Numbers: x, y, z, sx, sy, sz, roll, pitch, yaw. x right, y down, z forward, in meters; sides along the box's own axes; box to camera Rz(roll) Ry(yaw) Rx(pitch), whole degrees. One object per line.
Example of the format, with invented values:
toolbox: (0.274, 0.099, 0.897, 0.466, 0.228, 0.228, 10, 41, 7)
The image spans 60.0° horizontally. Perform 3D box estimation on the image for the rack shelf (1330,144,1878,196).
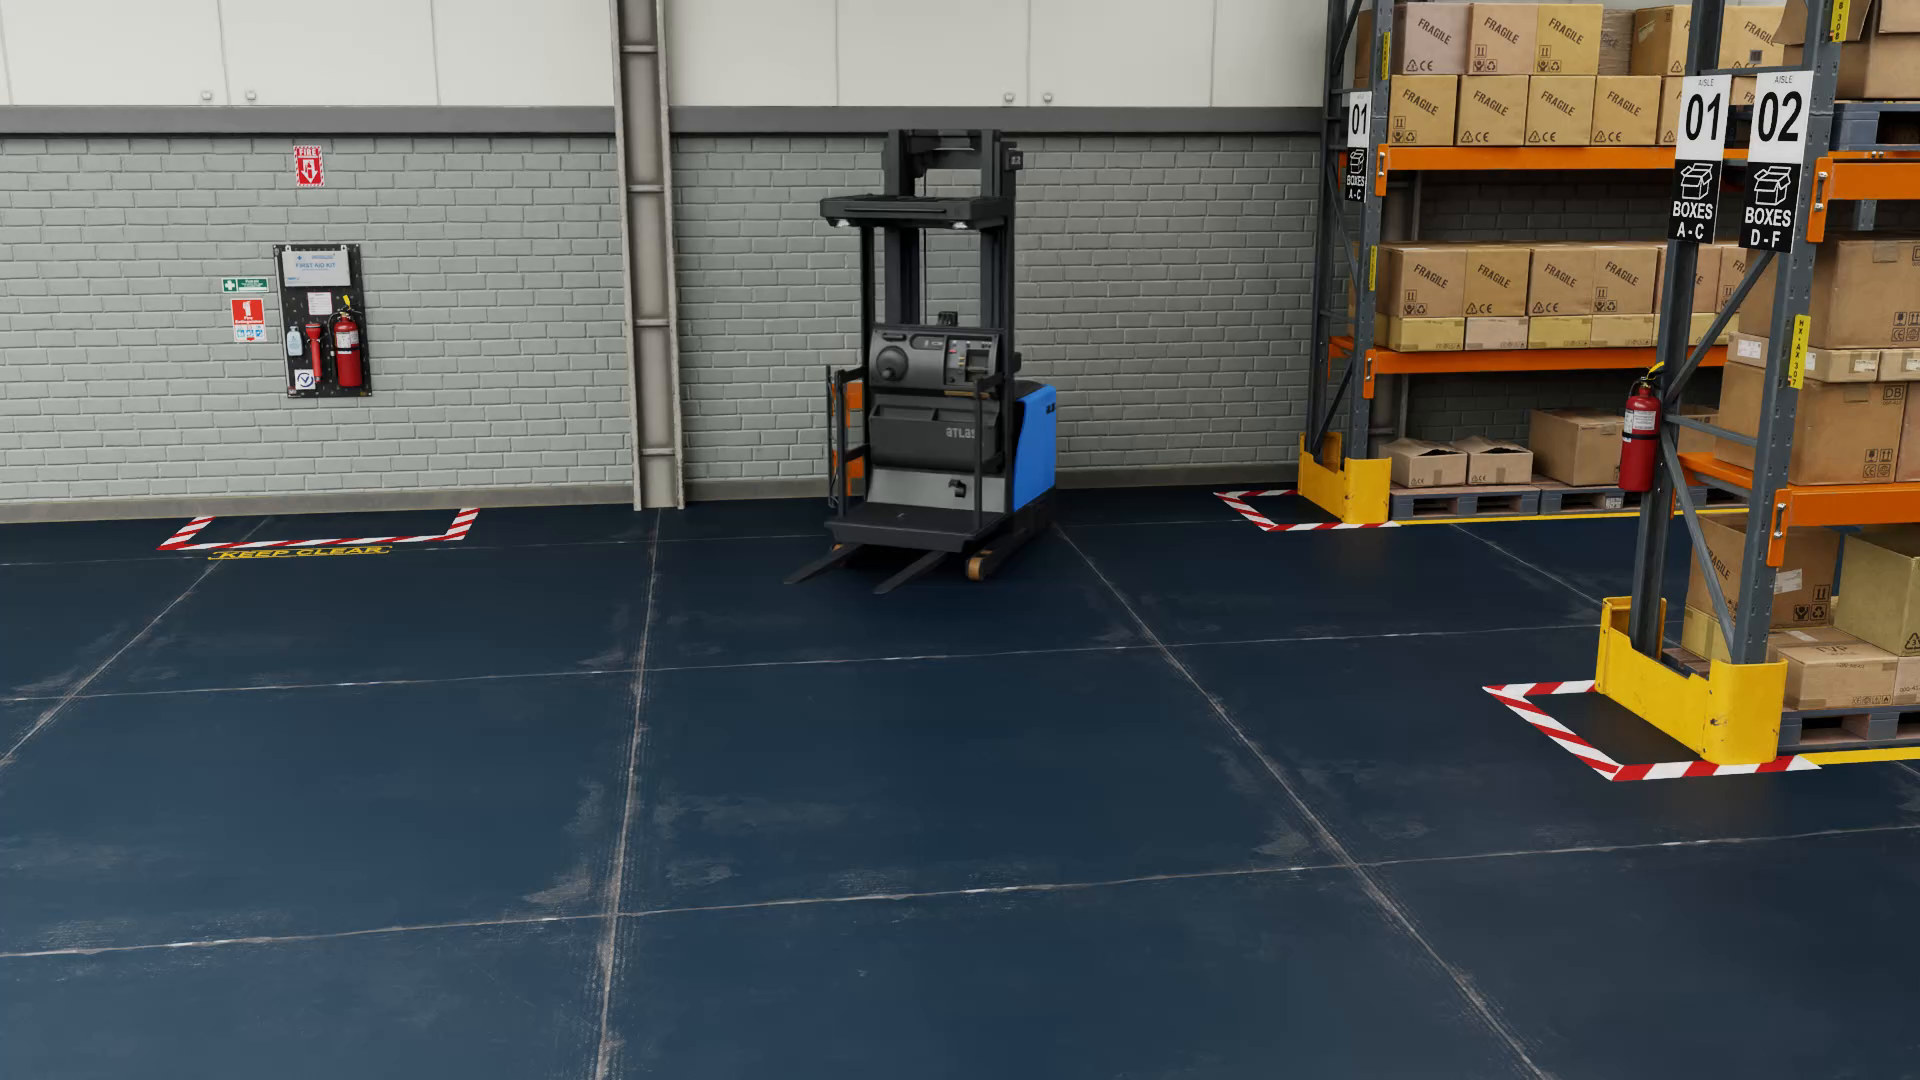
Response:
rack shelf: (4.943, -2.895, 12.911, 4.000, 0.370, 1.077, -2, 14, -8)

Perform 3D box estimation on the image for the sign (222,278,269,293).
sign: (-5.410, -1.929, 12.585, 0.331, 0.109, 0.001, -2, 14, -8)

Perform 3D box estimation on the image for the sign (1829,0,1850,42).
sign: (3.784, -2.309, 7.135, 0.005, 0.325, 0.100, -2, 14, -8)

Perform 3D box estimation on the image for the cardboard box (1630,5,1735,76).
cardboard box: (5.411, -3.732, 12.469, 0.500, 0.500, 0.500, -3, 14, -10)

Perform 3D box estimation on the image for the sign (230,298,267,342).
sign: (-5.416, -1.674, 12.658, 0.234, 0.329, 0.001, -2, 14, -8)

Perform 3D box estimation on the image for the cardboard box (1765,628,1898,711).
cardboard box: (4.271, 0.639, 8.296, 0.500, 0.250, 0.500, -2, 14, -8)

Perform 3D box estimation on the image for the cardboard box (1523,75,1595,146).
cardboard box: (4.383, -3.212, 12.451, 0.500, 0.500, 0.500, -1, 14, -6)

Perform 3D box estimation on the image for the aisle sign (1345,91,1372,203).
aisle sign: (2.939, -2.903, 12.285, 0.004, 0.787, 0.394, -2, 14, -8)

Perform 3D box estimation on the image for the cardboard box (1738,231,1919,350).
cardboard box: (4.223, -1.219, 8.042, 0.500, 0.500, 0.700, -2, 14, -8)

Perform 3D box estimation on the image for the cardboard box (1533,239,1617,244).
cardboard box: (4.908, -2.139, 13.311, 0.500, 0.500, 0.500, -2, 14, -8)

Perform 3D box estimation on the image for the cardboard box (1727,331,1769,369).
cardboard box: (4.057, -0.948, 8.296, 0.250, 0.149, 0.380, -2, 14, -9)

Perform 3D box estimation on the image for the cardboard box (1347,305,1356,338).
cardboard box: (3.399, -1.717, 13.169, 0.500, 0.250, 0.500, -2, 14, -7)

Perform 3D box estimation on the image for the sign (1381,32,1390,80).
sign: (3.046, -3.465, 11.908, 0.005, 0.325, 0.100, -2, 14, -8)

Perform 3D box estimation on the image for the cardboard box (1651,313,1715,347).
cardboard box: (5.509, -1.670, 12.983, 0.500, 0.250, 0.500, -2, 14, -9)

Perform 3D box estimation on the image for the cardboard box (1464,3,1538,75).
cardboard box: (3.886, -3.676, 12.245, 0.500, 0.500, 0.500, -2, 14, -9)

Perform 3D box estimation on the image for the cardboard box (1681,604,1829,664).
cardboard box: (4.193, 0.514, 8.793, 0.500, 0.250, 0.500, -2, 14, -8)

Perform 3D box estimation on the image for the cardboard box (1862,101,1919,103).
cardboard box: (7.473, -3.569, 13.052, 0.500, 0.500, 0.500, 0, 14, 0)

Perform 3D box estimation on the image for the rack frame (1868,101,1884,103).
rack frame: (6.921, -4.771, 12.748, 0.127, 3.000, 1.000, -2, 14, -8)

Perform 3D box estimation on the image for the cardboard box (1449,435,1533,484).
cardboard box: (4.227, -0.650, 13.269, 0.500, 0.311, 0.500, -1, 14, -4)

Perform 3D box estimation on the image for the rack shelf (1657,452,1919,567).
rack shelf: (5.685, -0.249, 8.525, 4.000, 0.370, 1.077, -2, 14, -8)

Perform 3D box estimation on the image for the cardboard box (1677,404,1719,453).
cardboard box: (5.900, -0.815, 13.540, 0.500, 0.500, 0.500, -3, 14, -13)

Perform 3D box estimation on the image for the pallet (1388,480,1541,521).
pallet: (3.849, -0.388, 13.333, 1.213, 0.211, 1.003, -2, 14, -8)

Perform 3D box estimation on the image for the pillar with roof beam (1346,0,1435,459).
pillar with roof beam: (4.170, -3.824, 8.972, 0.400, 9.000, 9.100, -2, 14, -8)

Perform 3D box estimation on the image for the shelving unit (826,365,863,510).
shelving unit: (-0.479, -0.814, 13.154, 1.048, 1.125, 0.538, -5, 15, -19)

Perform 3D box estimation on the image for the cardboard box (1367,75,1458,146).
cardboard box: (3.333, -3.182, 12.329, 0.500, 0.500, 0.500, -2, 14, -7)

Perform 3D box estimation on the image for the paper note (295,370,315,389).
paper note: (-5.039, -1.235, 12.791, 0.142, 0.148, 0.016, -2, 14, -8)

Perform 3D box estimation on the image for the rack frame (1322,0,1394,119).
rack frame: (2.965, -4.626, 12.170, 0.127, 3.000, 1.000, -2, 14, -8)

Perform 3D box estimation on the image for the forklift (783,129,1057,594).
forklift: (-0.251, -1.257, 11.210, 1.130, 2.935, 3.031, 5, 15, 20)

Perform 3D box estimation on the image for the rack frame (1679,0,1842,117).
rack frame: (3.707, -3.435, 7.419, 0.127, 3.000, 1.000, -2, 14, -8)

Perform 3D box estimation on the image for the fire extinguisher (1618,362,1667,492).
fire extinguisher: (3.521, -0.595, 8.587, 0.183, 0.674, 0.296, -2, 14, -8)

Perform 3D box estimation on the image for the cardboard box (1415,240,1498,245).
cardboard box: (3.899, -2.101, 13.160, 0.500, 0.500, 0.500, -2, 14, -8)

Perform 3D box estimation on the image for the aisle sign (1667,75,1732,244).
aisle sign: (3.598, -1.854, 8.105, 0.004, 0.787, 0.394, -2, 14, -8)

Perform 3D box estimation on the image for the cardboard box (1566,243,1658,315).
cardboard box: (4.993, -2.016, 12.821, 0.500, 0.500, 0.500, -2, 14, -7)

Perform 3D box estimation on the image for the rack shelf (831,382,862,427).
rack shelf: (-0.479, -1.097, 13.082, 1.000, 0.278, 0.538, -5, 15, -19)

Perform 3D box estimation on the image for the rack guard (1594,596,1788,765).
rack guard: (3.683, 0.688, 8.450, 0.348, 0.500, 1.175, -2, 14, -8)

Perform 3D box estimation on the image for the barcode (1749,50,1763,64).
barcode: (3.934, -2.388, 8.220, 0.075, 0.075, 0.001, -2, 14, -8)

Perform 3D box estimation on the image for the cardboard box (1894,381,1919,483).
cardboard box: (4.689, -0.608, 8.272, 0.500, 0.500, 0.700, -2, 14, -7)

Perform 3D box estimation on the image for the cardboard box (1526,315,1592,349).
cardboard box: (4.511, -1.634, 12.838, 0.500, 0.250, 0.500, -2, 14, -9)

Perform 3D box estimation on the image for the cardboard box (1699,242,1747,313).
cardboard box: (6.007, -2.051, 12.960, 0.500, 0.500, 0.500, -2, 14, -9)

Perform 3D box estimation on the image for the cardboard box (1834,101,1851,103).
cardboard box: (6.456, -3.297, 12.788, 0.500, 0.500, 0.500, -2, 14, -7)

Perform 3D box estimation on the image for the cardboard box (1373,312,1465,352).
cardboard box: (3.495, -1.595, 12.681, 0.500, 0.250, 0.500, -3, 14, -10)

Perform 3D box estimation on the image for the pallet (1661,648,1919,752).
pallet: (4.457, 0.790, 8.639, 1.213, 0.211, 1.003, -2, 14, -8)

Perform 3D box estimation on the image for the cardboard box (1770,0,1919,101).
cardboard box: (4.276, -2.321, 7.782, 0.637, 0.503, 0.797, -1, 14, -4)

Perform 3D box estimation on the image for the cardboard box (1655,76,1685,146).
cardboard box: (5.414, -3.252, 12.611, 0.500, 0.500, 0.500, -3, 14, -11)

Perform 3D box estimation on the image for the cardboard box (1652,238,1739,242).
cardboard box: (5.913, -2.177, 13.464, 0.500, 0.500, 0.500, -2, 14, -9)

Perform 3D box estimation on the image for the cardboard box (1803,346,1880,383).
cardboard box: (4.127, -0.851, 7.908, 0.250, 0.149, 0.380, -2, 14, -9)

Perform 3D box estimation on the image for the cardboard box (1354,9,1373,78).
cardboard box: (3.353, -3.793, 12.712, 0.500, 0.500, 0.500, -1, 14, -6)

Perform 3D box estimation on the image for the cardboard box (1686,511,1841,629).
cardboard box: (4.193, 0.150, 8.704, 0.500, 0.500, 0.500, -2, 14, -8)

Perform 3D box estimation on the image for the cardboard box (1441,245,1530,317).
cardboard box: (3.973, -1.978, 12.667, 0.500, 0.500, 0.500, -2, 14, -8)
